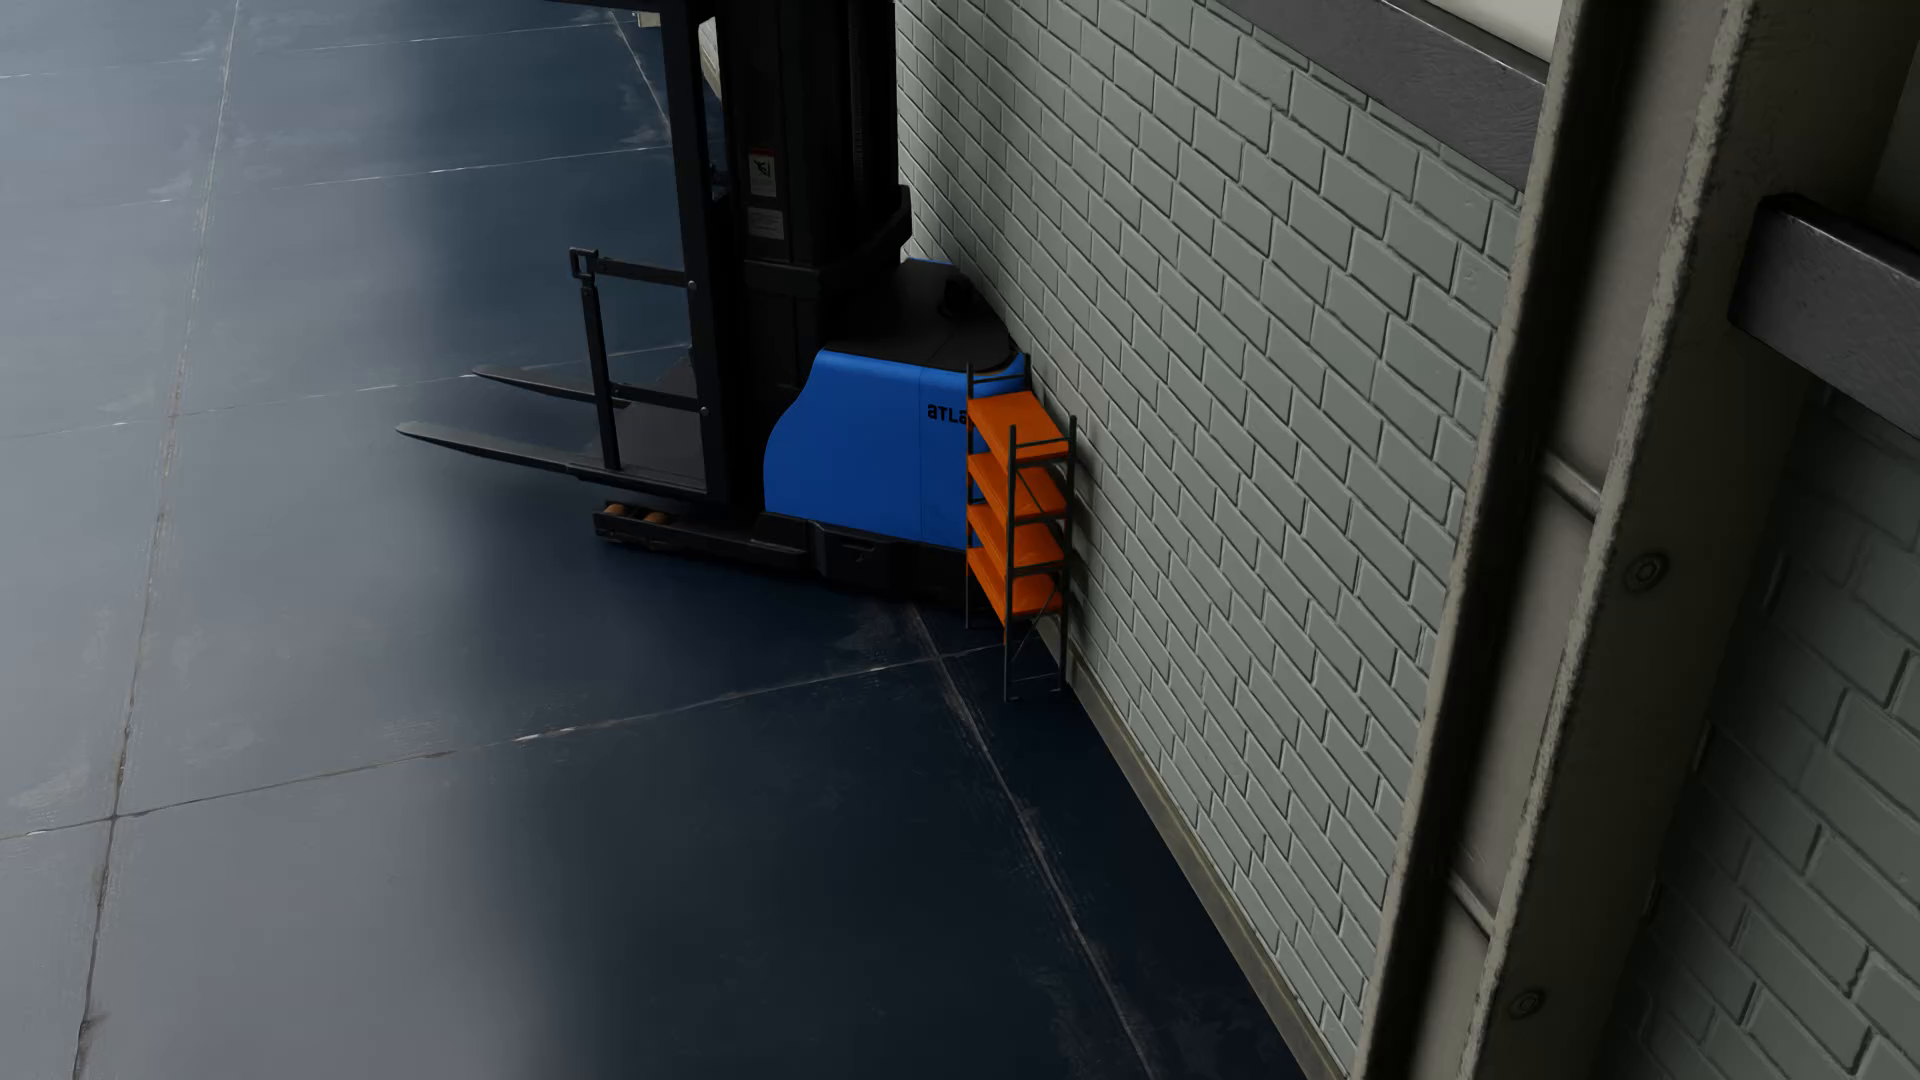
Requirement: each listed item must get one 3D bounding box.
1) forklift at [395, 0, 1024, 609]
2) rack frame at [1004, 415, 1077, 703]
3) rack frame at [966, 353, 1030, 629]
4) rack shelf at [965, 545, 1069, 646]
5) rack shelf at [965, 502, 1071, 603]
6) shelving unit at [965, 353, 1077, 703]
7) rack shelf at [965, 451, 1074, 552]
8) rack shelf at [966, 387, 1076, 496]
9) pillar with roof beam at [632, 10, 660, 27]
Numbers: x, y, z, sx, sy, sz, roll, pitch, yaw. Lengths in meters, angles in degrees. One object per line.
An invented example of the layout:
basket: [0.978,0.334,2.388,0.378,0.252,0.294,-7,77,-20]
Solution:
forklift: [-1.055,-1.434,6.761,3.031,2.935,1.130,11,35,17]
rack frame: [0.285,0.094,6.019,0.240,1.200,0.015,-10,35,-14]
rack frame: [0.142,-0.163,6.409,0.240,1.200,0.015,-10,35,-14]
rack shelf: [0.214,0.187,6.360,0.258,0.148,0.480,-10,35,-14]
rack shelf: [0.214,0.022,6.251,0.258,0.148,0.480,-10,35,-14]
shelving unit: [0.214,-0.035,6.214,0.258,1.200,0.503,-10,35,-14]
rack shelf: [0.214,-0.165,6.128,0.258,0.148,0.480,-10,35,-14]
rack shelf: [0.214,-0.362,5.997,0.258,0.148,0.480,-10,35,-14]
pillar with roof beam: [-6.630,-7.348,10.207,9.100,9.000,0.400,-10,35,-15]
